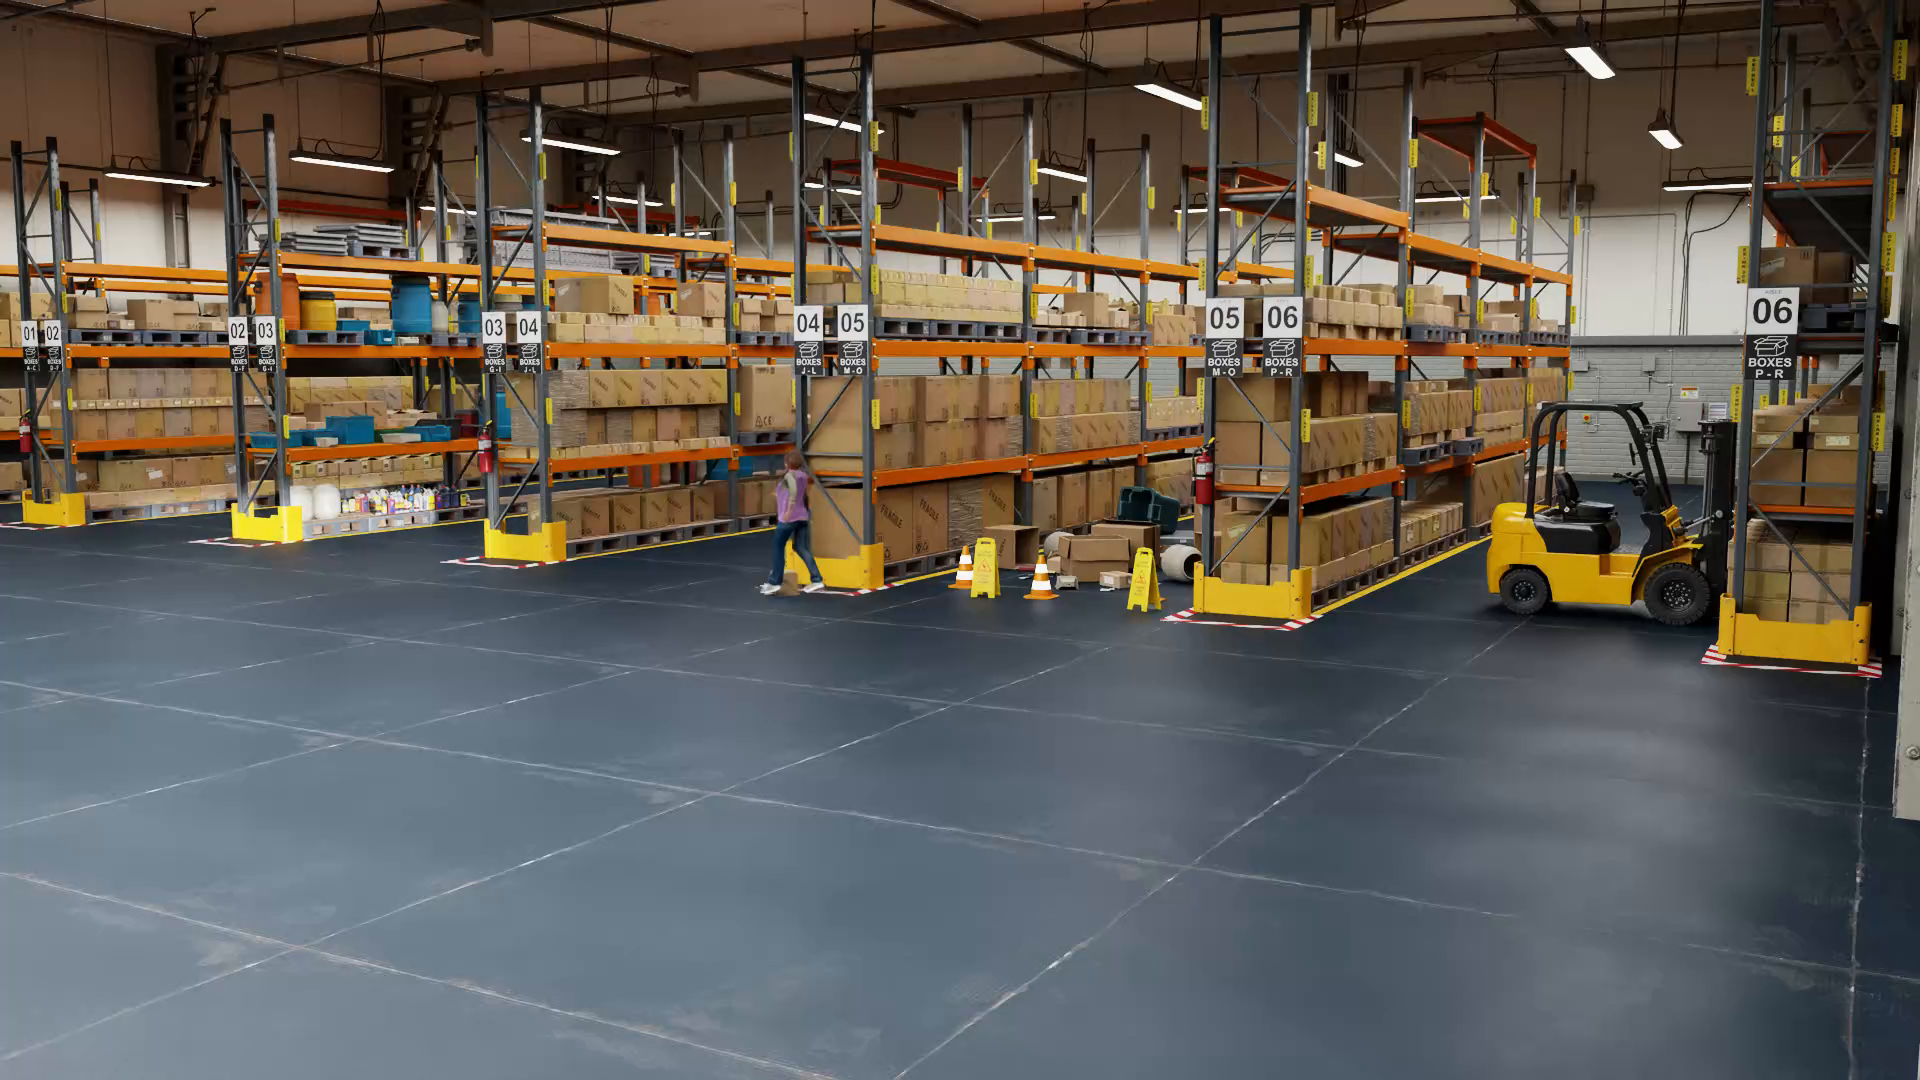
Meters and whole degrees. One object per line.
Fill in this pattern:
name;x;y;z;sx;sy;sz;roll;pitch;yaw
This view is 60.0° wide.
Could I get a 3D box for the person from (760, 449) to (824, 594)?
person;-1.840;-0.193;18.148;0.782;1.598;0.532;4;8;35
